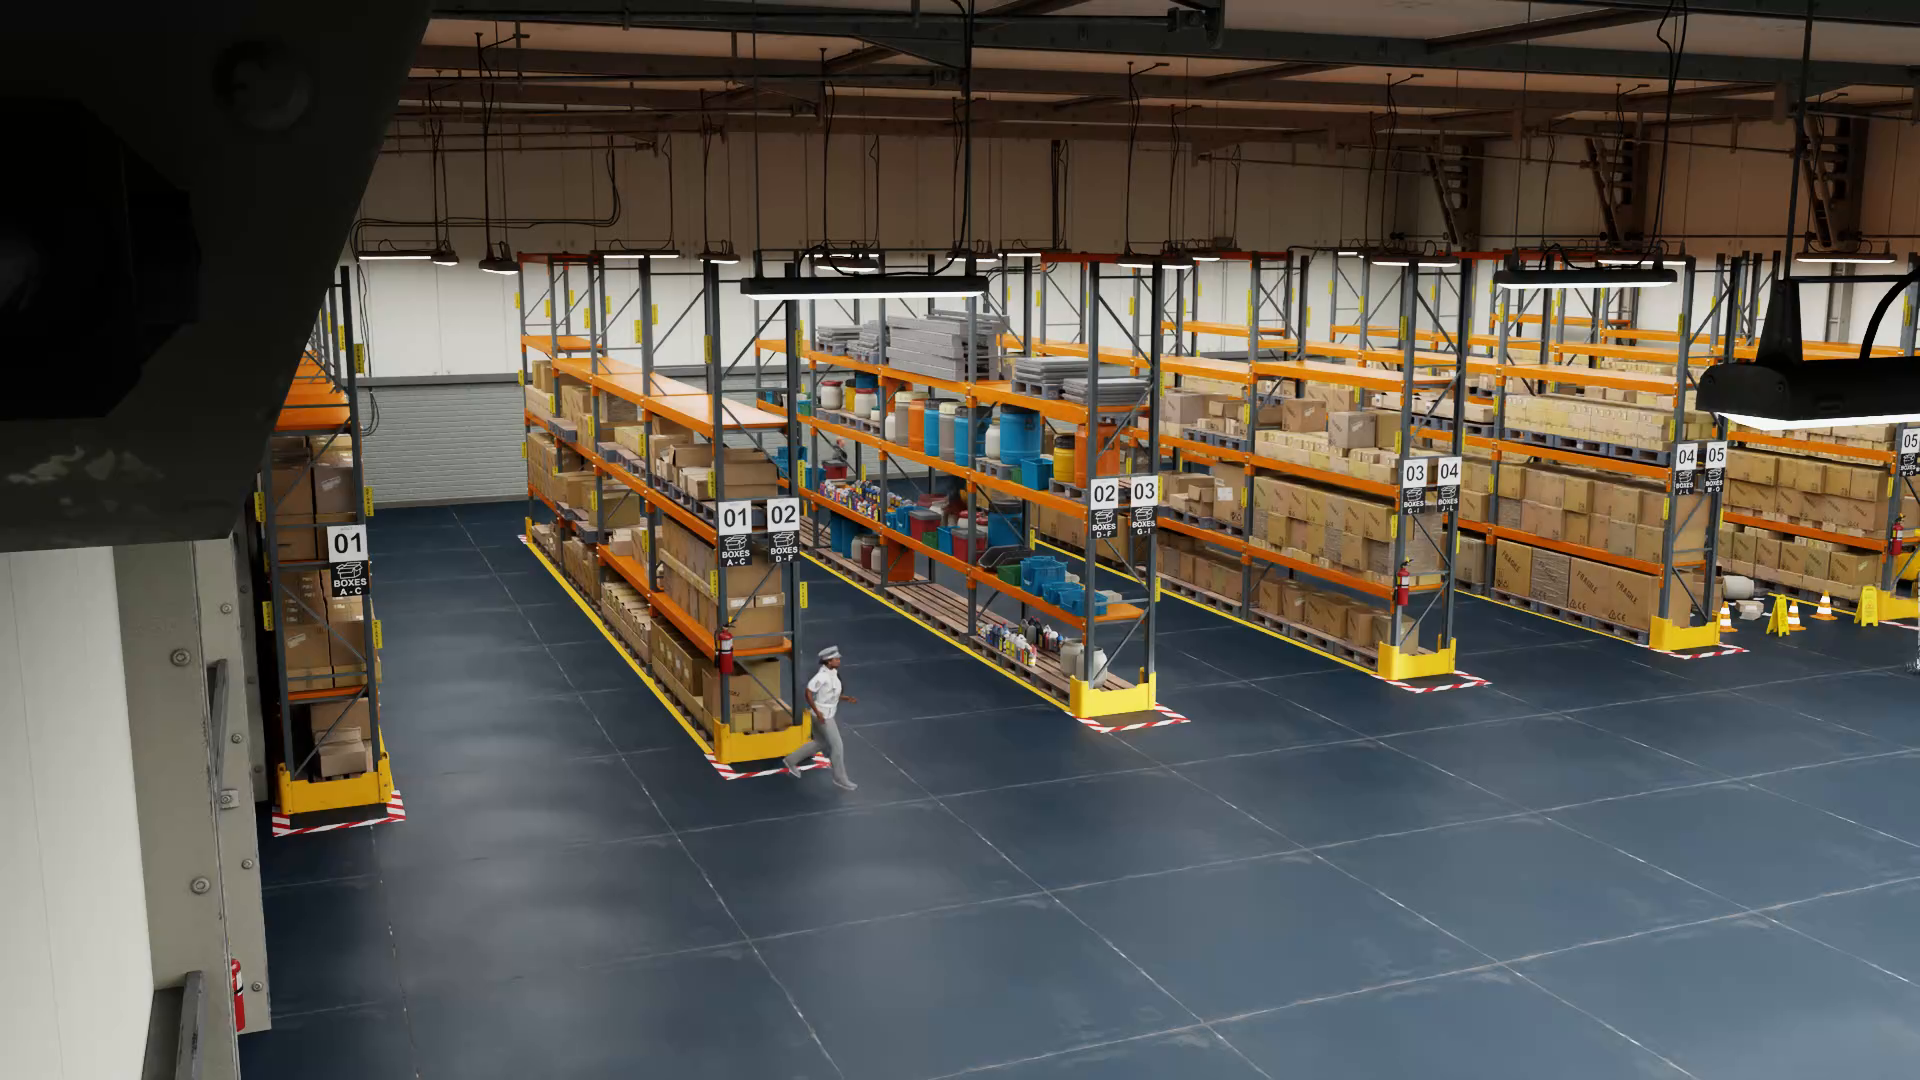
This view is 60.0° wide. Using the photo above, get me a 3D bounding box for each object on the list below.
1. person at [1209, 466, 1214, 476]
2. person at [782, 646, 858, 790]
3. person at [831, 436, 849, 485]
[{"bbox_3d":[6.553,-2.178,42.139,0.874,1.675,0.620,-4,11,-23],"label":"person"},{"bbox_3d":[-1.622,2.051,19.243,0.889,1.700,0.550,1,10,4],"label":"person"},{"bbox_3d":[-2.883,-1.620,39.312,0.684,1.677,0.718,1,10,4],"label":"person"}]
